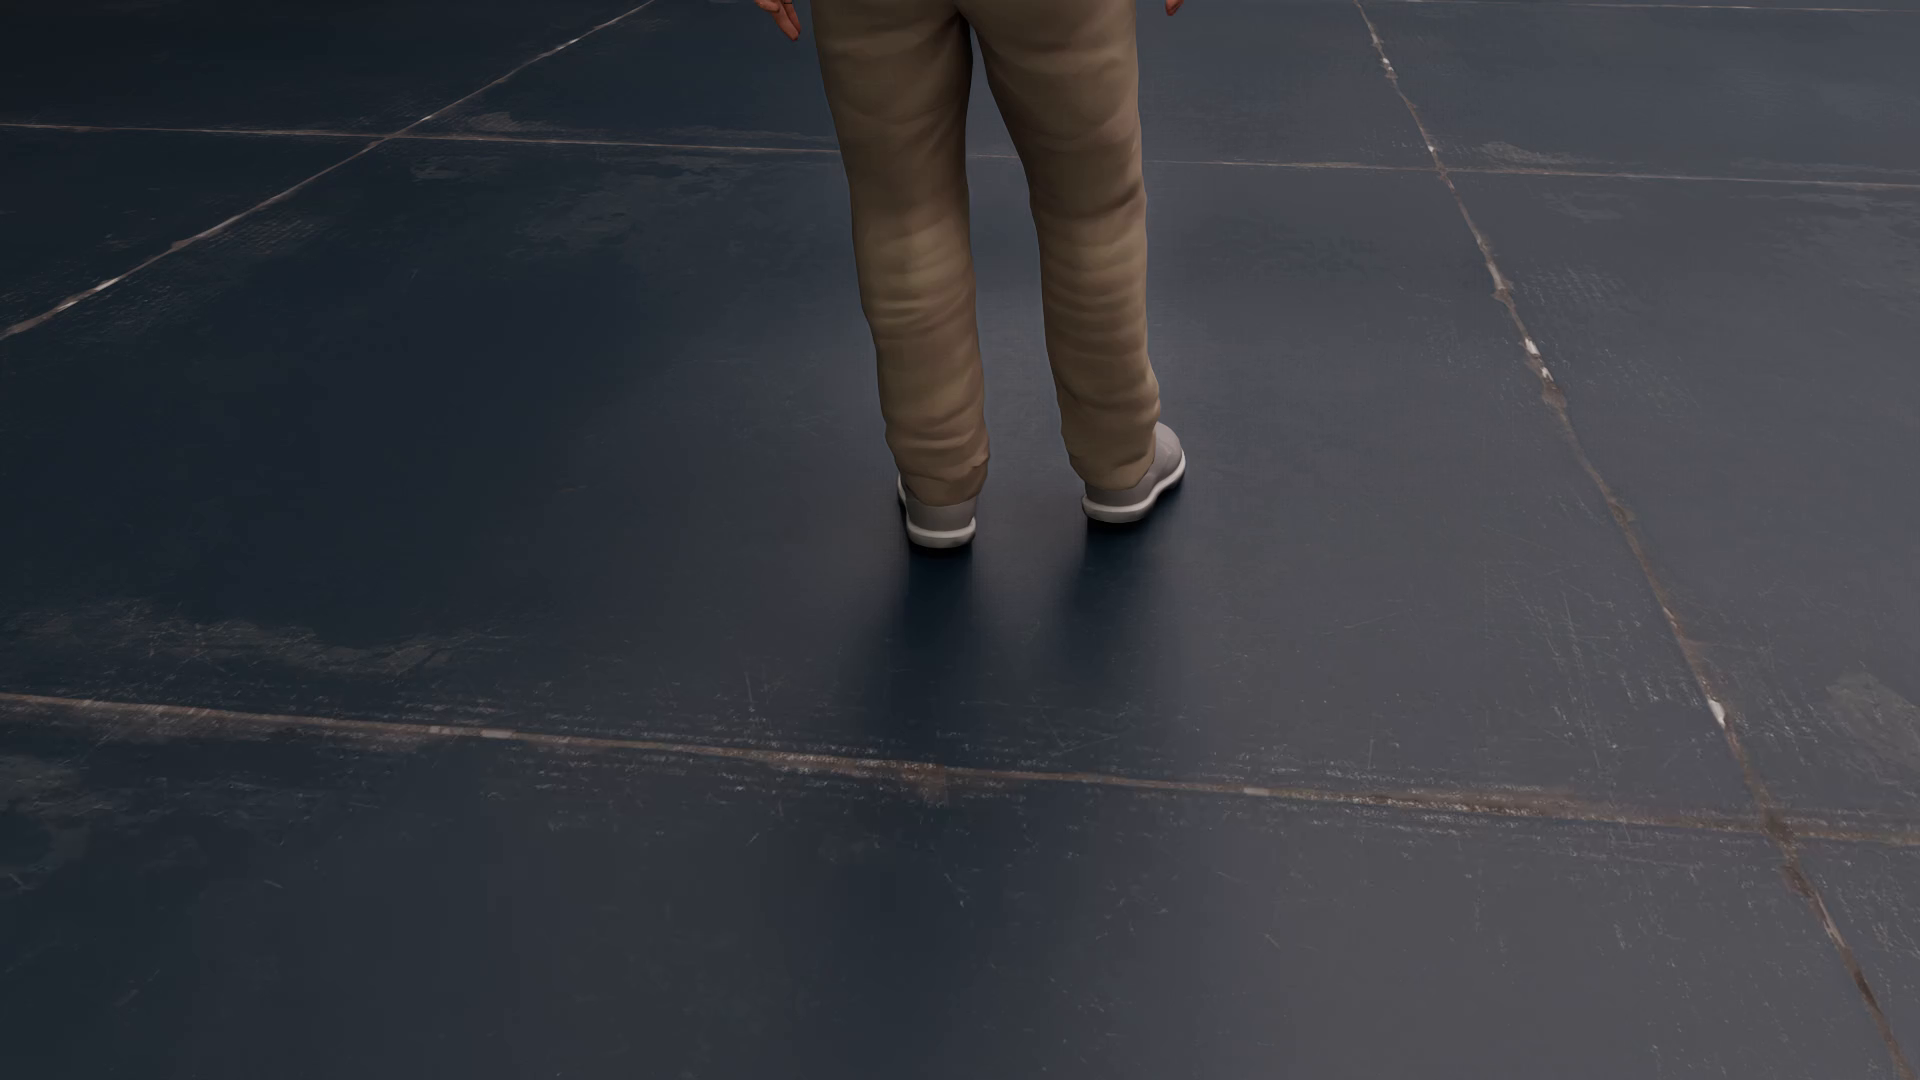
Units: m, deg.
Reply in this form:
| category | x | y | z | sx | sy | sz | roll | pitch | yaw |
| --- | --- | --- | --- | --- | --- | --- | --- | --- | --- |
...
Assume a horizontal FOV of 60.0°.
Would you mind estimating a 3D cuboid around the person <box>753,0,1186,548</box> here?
| category | x | y | z | sx | sy | sz | roll | pitch | yaw |
| --- | --- | --- | --- | --- | --- | --- | --- | --- | --- |
| person | 0.023 | -0.820 | 2.189 | 0.641 | 1.727 | 0.550 | 3 | 27 | 7 |
